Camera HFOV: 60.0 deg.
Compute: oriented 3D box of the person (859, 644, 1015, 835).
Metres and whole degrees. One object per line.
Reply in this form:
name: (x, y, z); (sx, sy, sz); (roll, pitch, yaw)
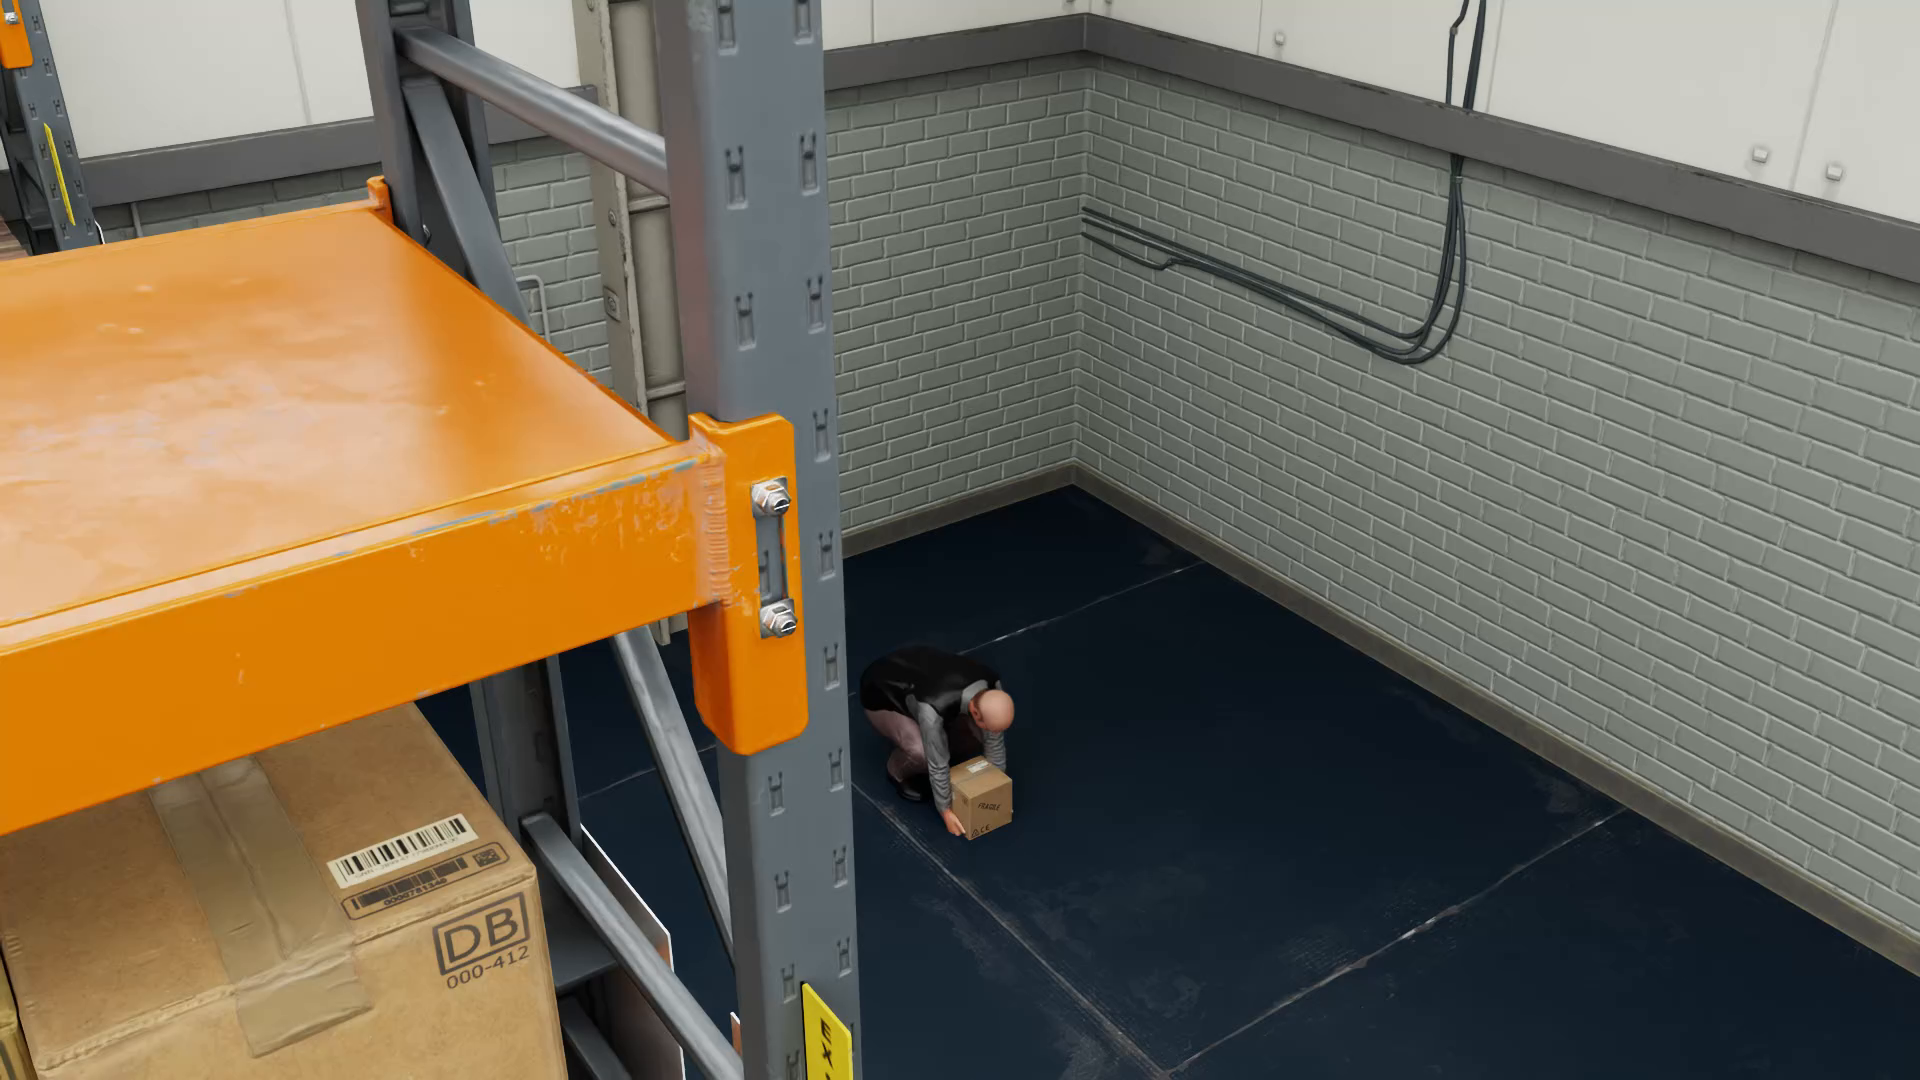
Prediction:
person: (-0.089, 0.919, 8.023); (0.507, 0.819, 0.920); (-19, 34, -32)
